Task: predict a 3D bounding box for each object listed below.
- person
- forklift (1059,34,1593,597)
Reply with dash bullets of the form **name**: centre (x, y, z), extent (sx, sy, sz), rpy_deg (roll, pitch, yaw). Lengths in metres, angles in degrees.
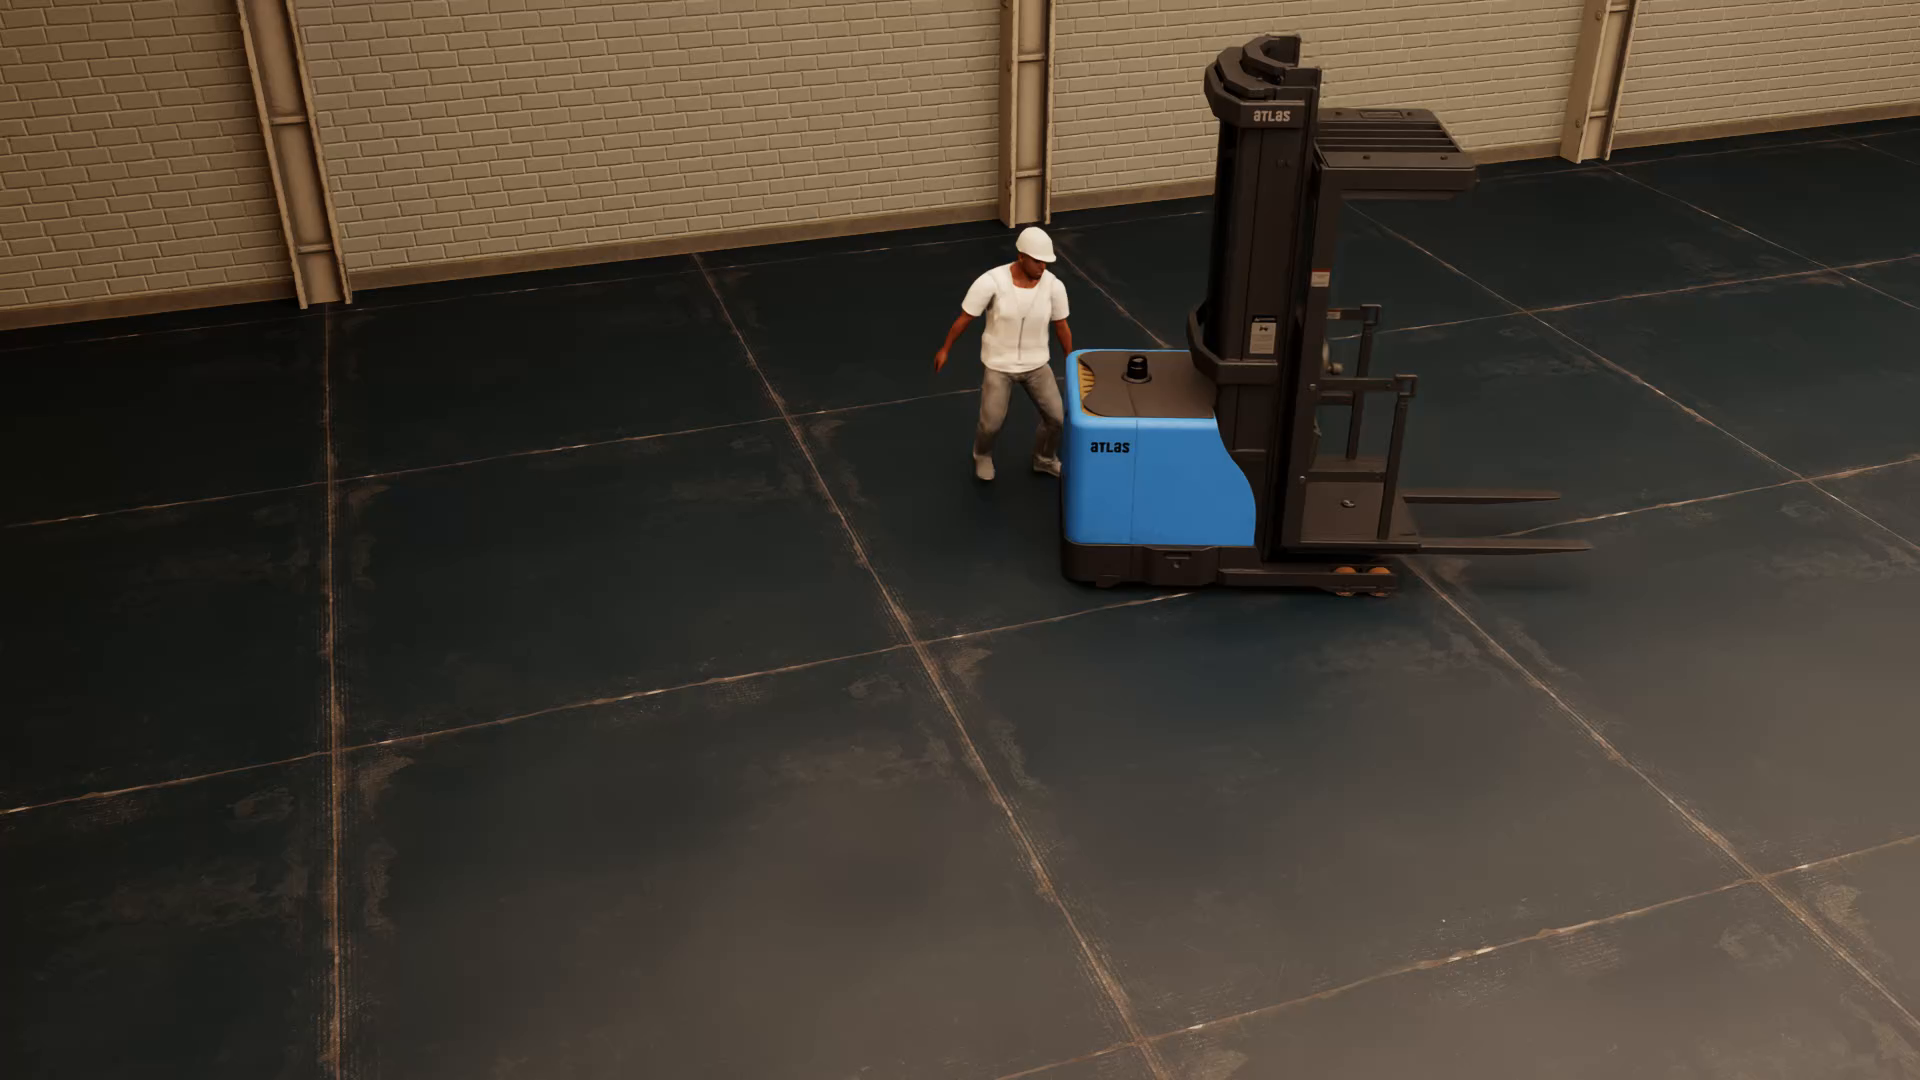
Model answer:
- **person**: centre (0.297, -1.134, 10.335), extent (0.912, 1.720, 0.504), rpy_deg (-4, 30, -7)
- **forklift**: centre (2.115, -1.217, 9.203), extent (3.031, 2.935, 1.130), rpy_deg (1, 30, 1)
